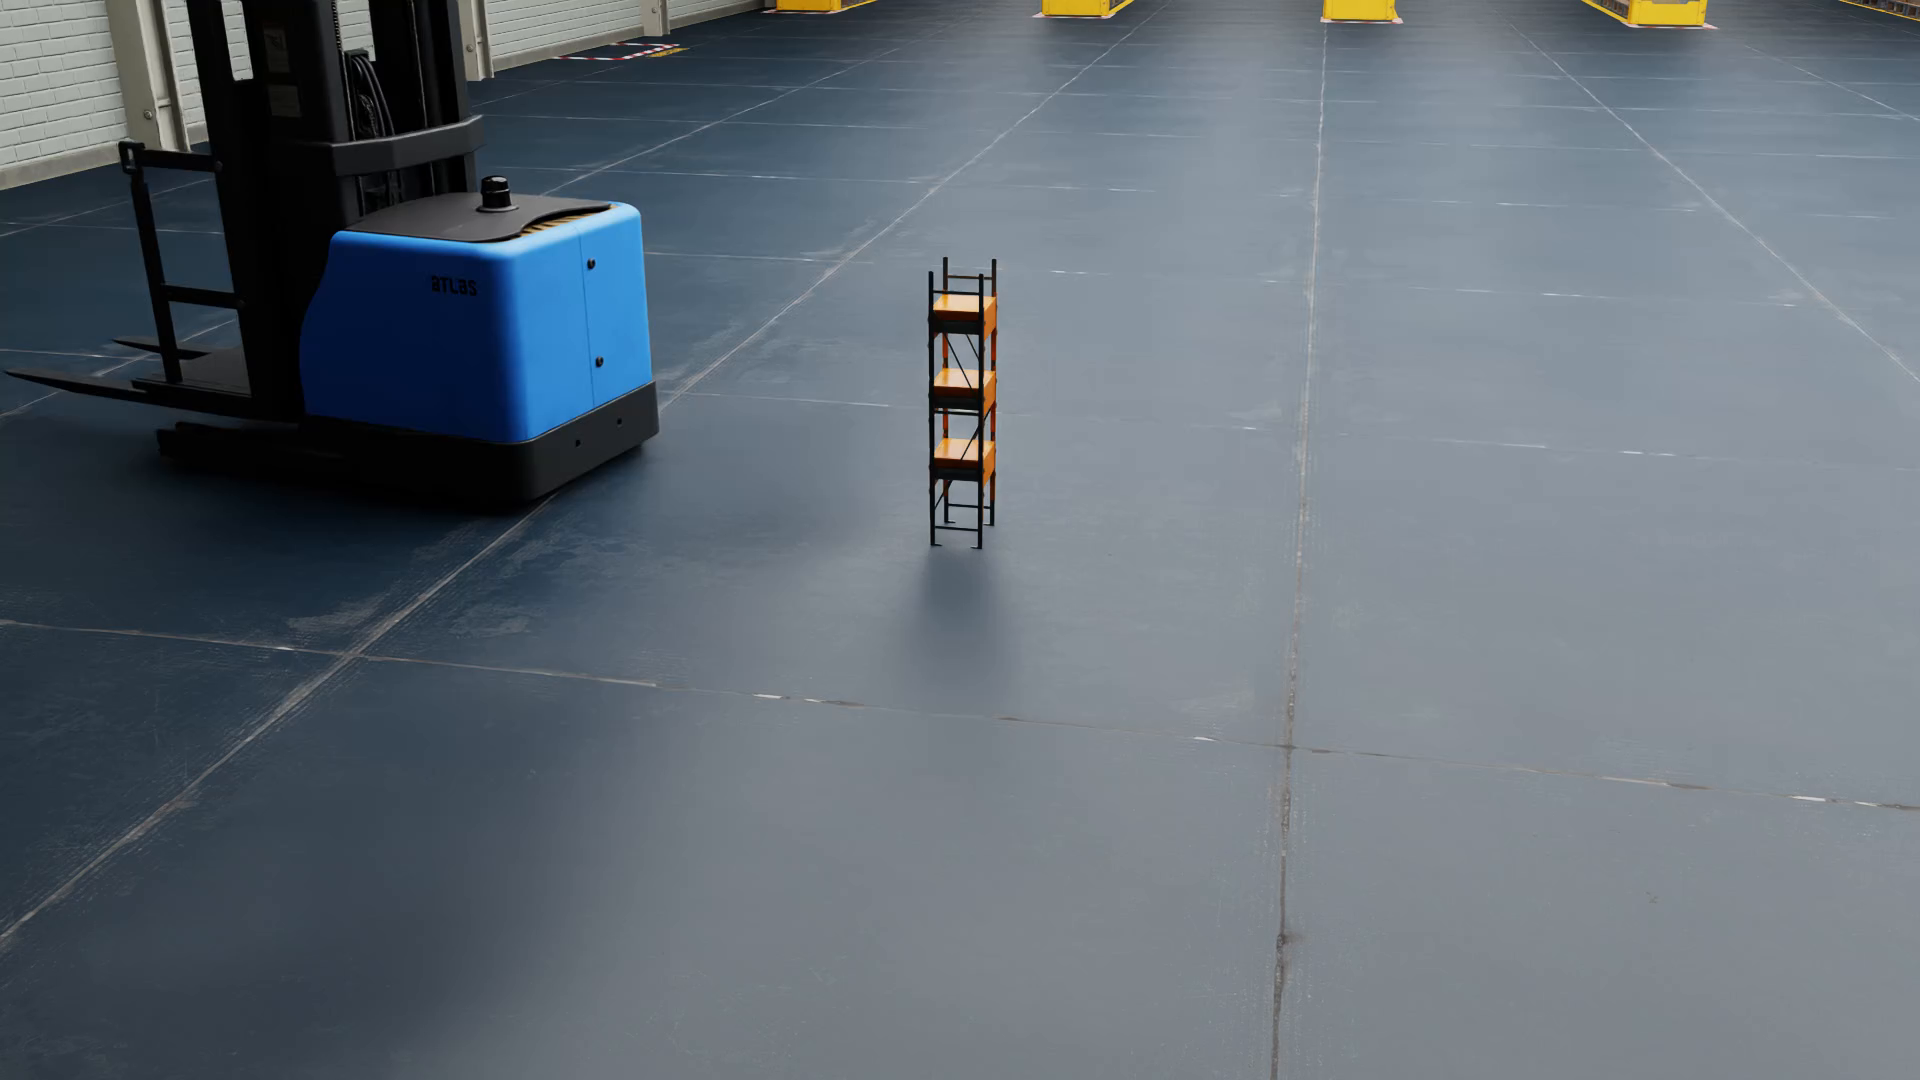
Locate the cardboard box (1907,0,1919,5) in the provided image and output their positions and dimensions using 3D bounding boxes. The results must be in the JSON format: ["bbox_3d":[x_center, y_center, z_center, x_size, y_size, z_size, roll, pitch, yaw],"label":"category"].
[{"bbox_3d":[17.026,-9.686,28.669,0.875,0.875,0.875,5,22,11],"label":"cardboard box"}]

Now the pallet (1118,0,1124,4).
[{"bbox_3d":[2.668,-10.621,32.444,1.003,0.211,1.213,4,22,11],"label":"pallet"}]

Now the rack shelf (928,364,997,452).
[{"bbox_3d":[0.011,-0.497,6.210,0.215,0.259,0.240,4,22,11],"label":"rack shelf"}]

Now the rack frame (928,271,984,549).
[{"bbox_3d":[-0.014,-0.462,6.095,0.200,1.050,0.008,4,22,11],"label":"rack frame"}]

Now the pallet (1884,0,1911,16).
[{"bbox_3d":[17.172,-9.465,29.573,1.003,0.211,1.213,4,22,11],"label":"pallet"}]

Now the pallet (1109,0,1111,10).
[{"bbox_3d":[2.170,-9.729,30.228,1.003,0.211,1.213,4,22,11],"label":"pallet"}]

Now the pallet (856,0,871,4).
[{"bbox_3d":[-2.328,-10.589,32.364,1.003,0.211,1.213,4,22,11],"label":"pallet"}]

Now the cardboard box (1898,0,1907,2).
[{"bbox_3d":[17.207,-10.015,29.489,0.875,0.875,0.875,5,22,12],"label":"cardboard box"}]

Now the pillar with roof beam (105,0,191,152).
[{"bbox_3d":[-2.958,-7.309,12.457,9.100,9.000,0.400,4,22,11],"label":"pillar with roof beam"}]

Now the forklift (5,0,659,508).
[{"bbox_3d":[-2.895,-1.828,6.970,3.031,2.935,1.130,9,24,21],"label":"forklift"}]

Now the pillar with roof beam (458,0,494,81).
[{"bbox_3d":[-1.733,-9.504,17.906,9.100,9.000,0.400,4,22,11],"label":"pillar with roof beam"}]

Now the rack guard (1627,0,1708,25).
[{"bbox_3d":[11.768,-8.851,27.662,1.175,0.500,0.348,4,22,11],"label":"rack guard"}]

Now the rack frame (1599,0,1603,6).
[{"bbox_3d":[12.569,-11.446,30.759,1.000,3.000,0.127,4,22,11],"label":"rack frame"}]

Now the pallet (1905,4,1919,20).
[{"bbox_3d":[16.925,-9.018,28.462,1.003,0.211,1.213,4,22,11],"label":"pallet"}]

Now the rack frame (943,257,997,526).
[{"bbox_3d":[0.036,-0.551,6.317,0.200,1.050,0.008,4,22,11],"label":"rack frame"}]

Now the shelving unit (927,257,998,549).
[{"bbox_3d":[0.011,-0.507,6.206,0.215,1.050,0.252,4,22,11],"label":"shelving unit"}]

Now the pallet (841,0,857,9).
[{"bbox_3d":[-2.579,-10.145,31.260,1.003,0.211,1.213,4,22,11],"label":"pallet"}]

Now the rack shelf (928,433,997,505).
[{"bbox_3d":[0.011,-0.239,6.314,0.215,0.259,0.240,4,22,11],"label":"rack shelf"}]

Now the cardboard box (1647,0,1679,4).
[{"bbox_3d":[11.896,-9.246,28.079,0.500,0.500,0.500,9,24,21],"label":"cardboard box"}]

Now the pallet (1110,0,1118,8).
[{"bbox_3d":[2.421,-10.174,31.333,1.003,0.211,1.213,4,22,11],"label":"pallet"}]

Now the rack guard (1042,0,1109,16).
[{"bbox_3d":[2.050,-9.571,29.450,1.175,0.500,0.348,4,22,11],"label":"rack guard"}]

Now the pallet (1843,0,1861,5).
[{"bbox_3d":[17.734,-10.473,32.075,1.003,0.211,1.213,4,22,11],"label":"pallet"}]

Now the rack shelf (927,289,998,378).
[{"bbox_3d":[0.011,-0.760,6.104,0.215,0.259,0.240,4,22,11],"label":"rack shelf"}]

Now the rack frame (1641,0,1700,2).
[{"bbox_3d":[11.752,-9.983,27.126,1.000,3.000,0.127,4,22,11],"label":"rack frame"}]

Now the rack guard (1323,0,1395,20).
[{"bbox_3d":[6.873,-9.233,28.609,1.175,0.500,0.348,4,22,11],"label":"rack guard"}]

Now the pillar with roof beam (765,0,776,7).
[{"bbox_3d":[0.715,-13.892,28.803,9.100,9.000,0.400,4,22,11],"label":"pillar with roof beam"}]

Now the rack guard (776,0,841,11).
[{"bbox_3d":[-2.780,-9.984,30.475,1.175,0.500,0.348,4,22,11],"label":"rack guard"}]

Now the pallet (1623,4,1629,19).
[{"bbox_3d":[11.968,-9.012,28.447,1.003,0.211,1.213,4,22,11],"label":"pallet"}]

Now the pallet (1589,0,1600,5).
[{"bbox_3d":[12.726,-10.437,31.987,1.003,0.211,1.213,4,22,11],"label":"pallet"}]

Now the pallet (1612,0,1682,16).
[{"bbox_3d":[12.219,-9.457,29.552,1.003,0.211,1.213,4,22,11],"label":"pallet"}]

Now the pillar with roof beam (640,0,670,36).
[{"bbox_3d":[-0.509,-11.698,23.354,9.100,9.000,0.400,4,22,11],"label":"pillar with roof beam"}]

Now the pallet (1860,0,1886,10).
[{"bbox_3d":[17.487,-10.025,30.964,1.003,0.211,1.213,4,22,11],"label":"pallet"}]

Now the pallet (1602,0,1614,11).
[{"bbox_3d":[12.466,-9.904,30.663,1.003,0.211,1.213,4,22,11],"label":"pallet"}]
